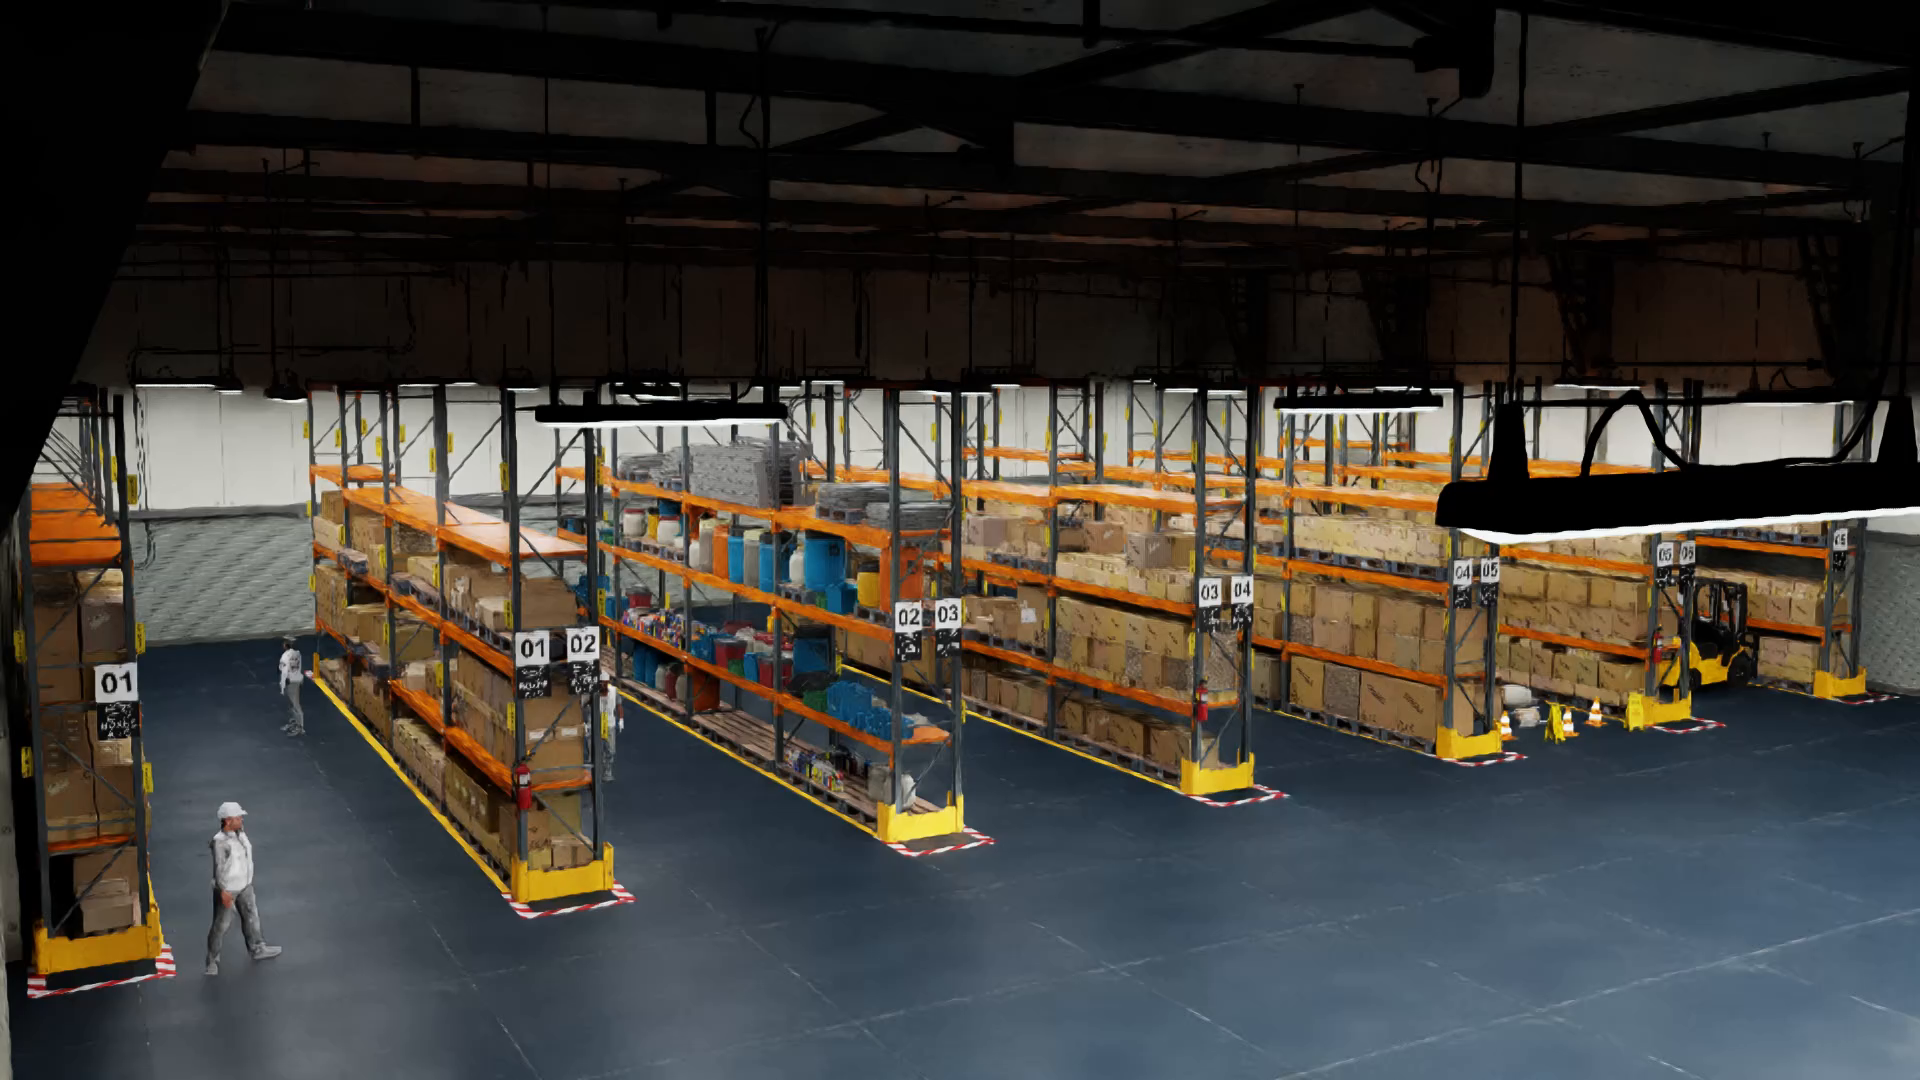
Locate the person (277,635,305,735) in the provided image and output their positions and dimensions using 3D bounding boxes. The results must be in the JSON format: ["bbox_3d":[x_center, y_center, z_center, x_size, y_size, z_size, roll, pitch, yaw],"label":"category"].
[{"bbox_3d":[-11.468,2.469,28.475,0.543,1.655,0.573,0,6,4],"label":"person"}]

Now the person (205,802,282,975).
[{"bbox_3d":[-7.576,3.592,17.404,0.565,1.762,0.733,1,6,9],"label":"person"}]

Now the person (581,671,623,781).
[{"bbox_3d":[-5.412,2.814,25.070,0.702,1.734,0.548,-4,7,-30],"label":"person"}]
